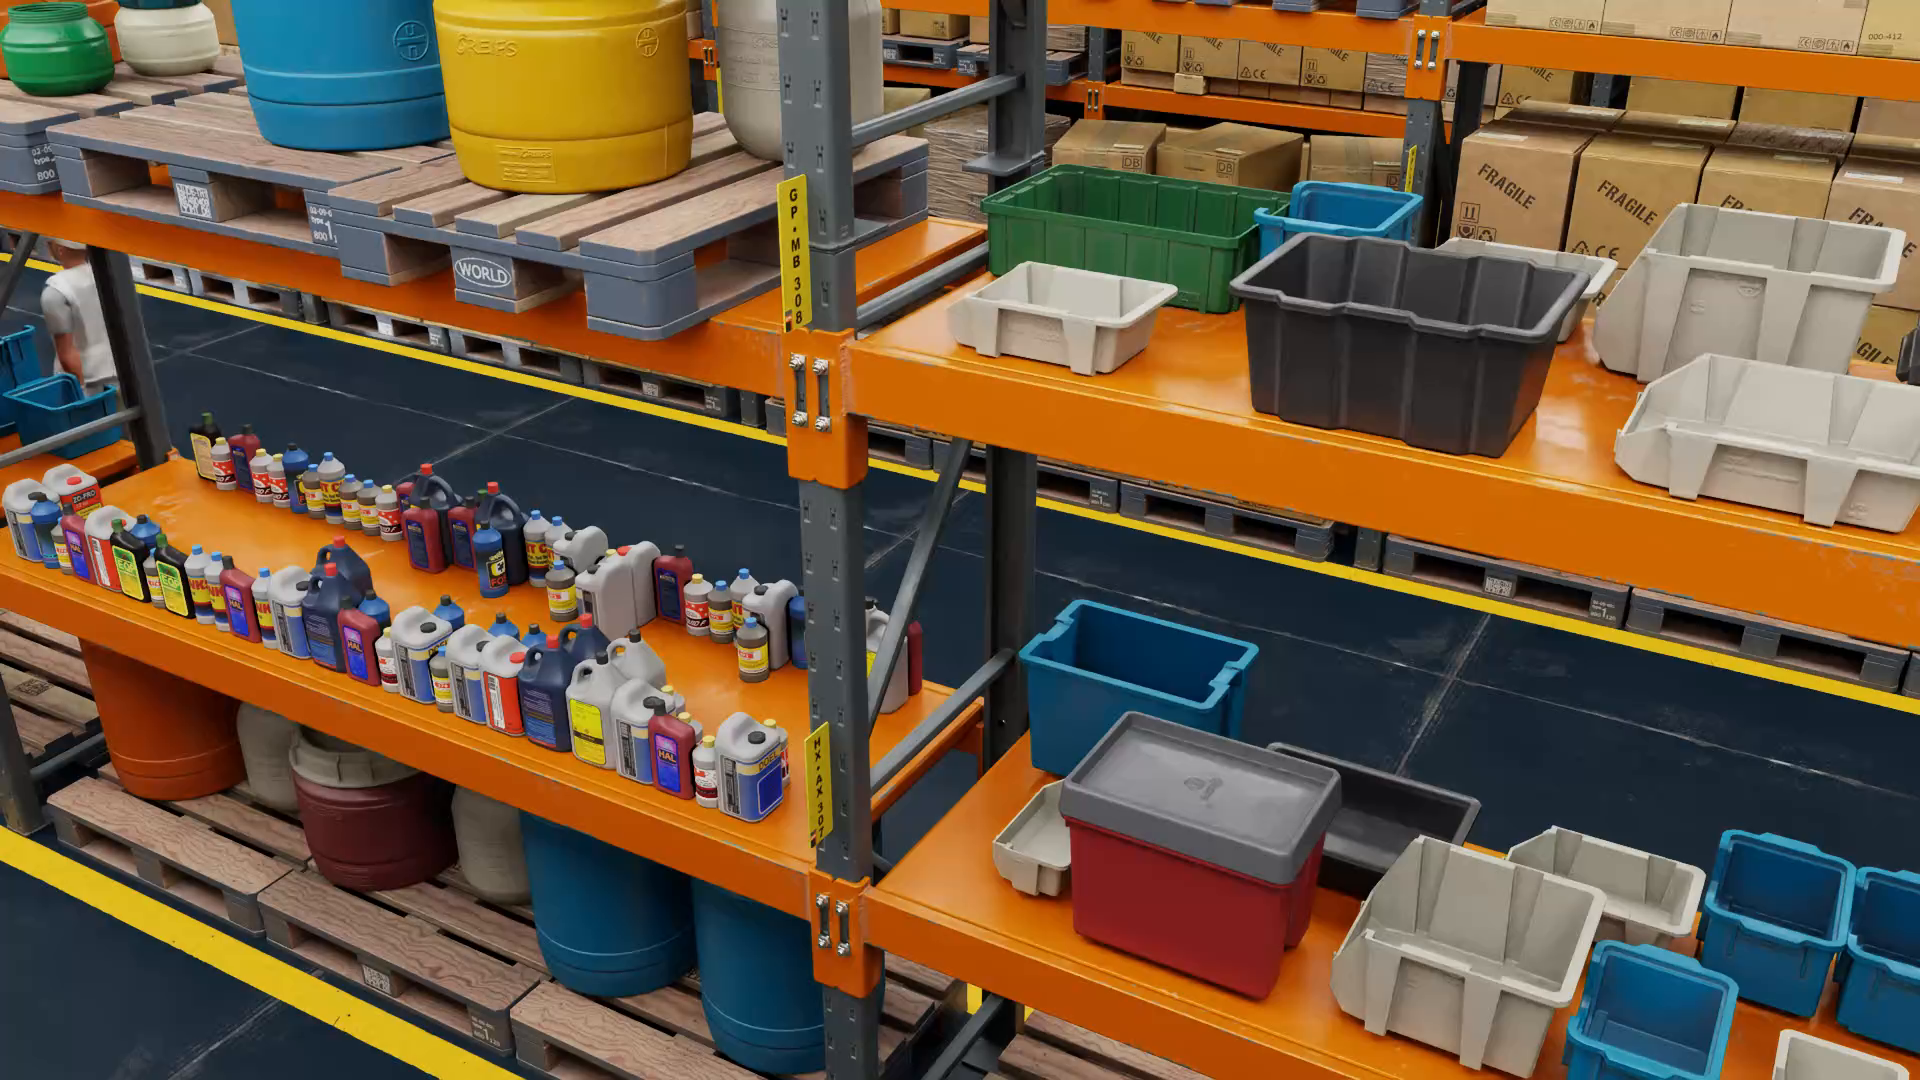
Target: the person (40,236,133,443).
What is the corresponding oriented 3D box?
[{"bbox_3d":[-4.607,-0.905,8.911,0.990,1.742,0.528,16,30,29],"label":"person"}]
